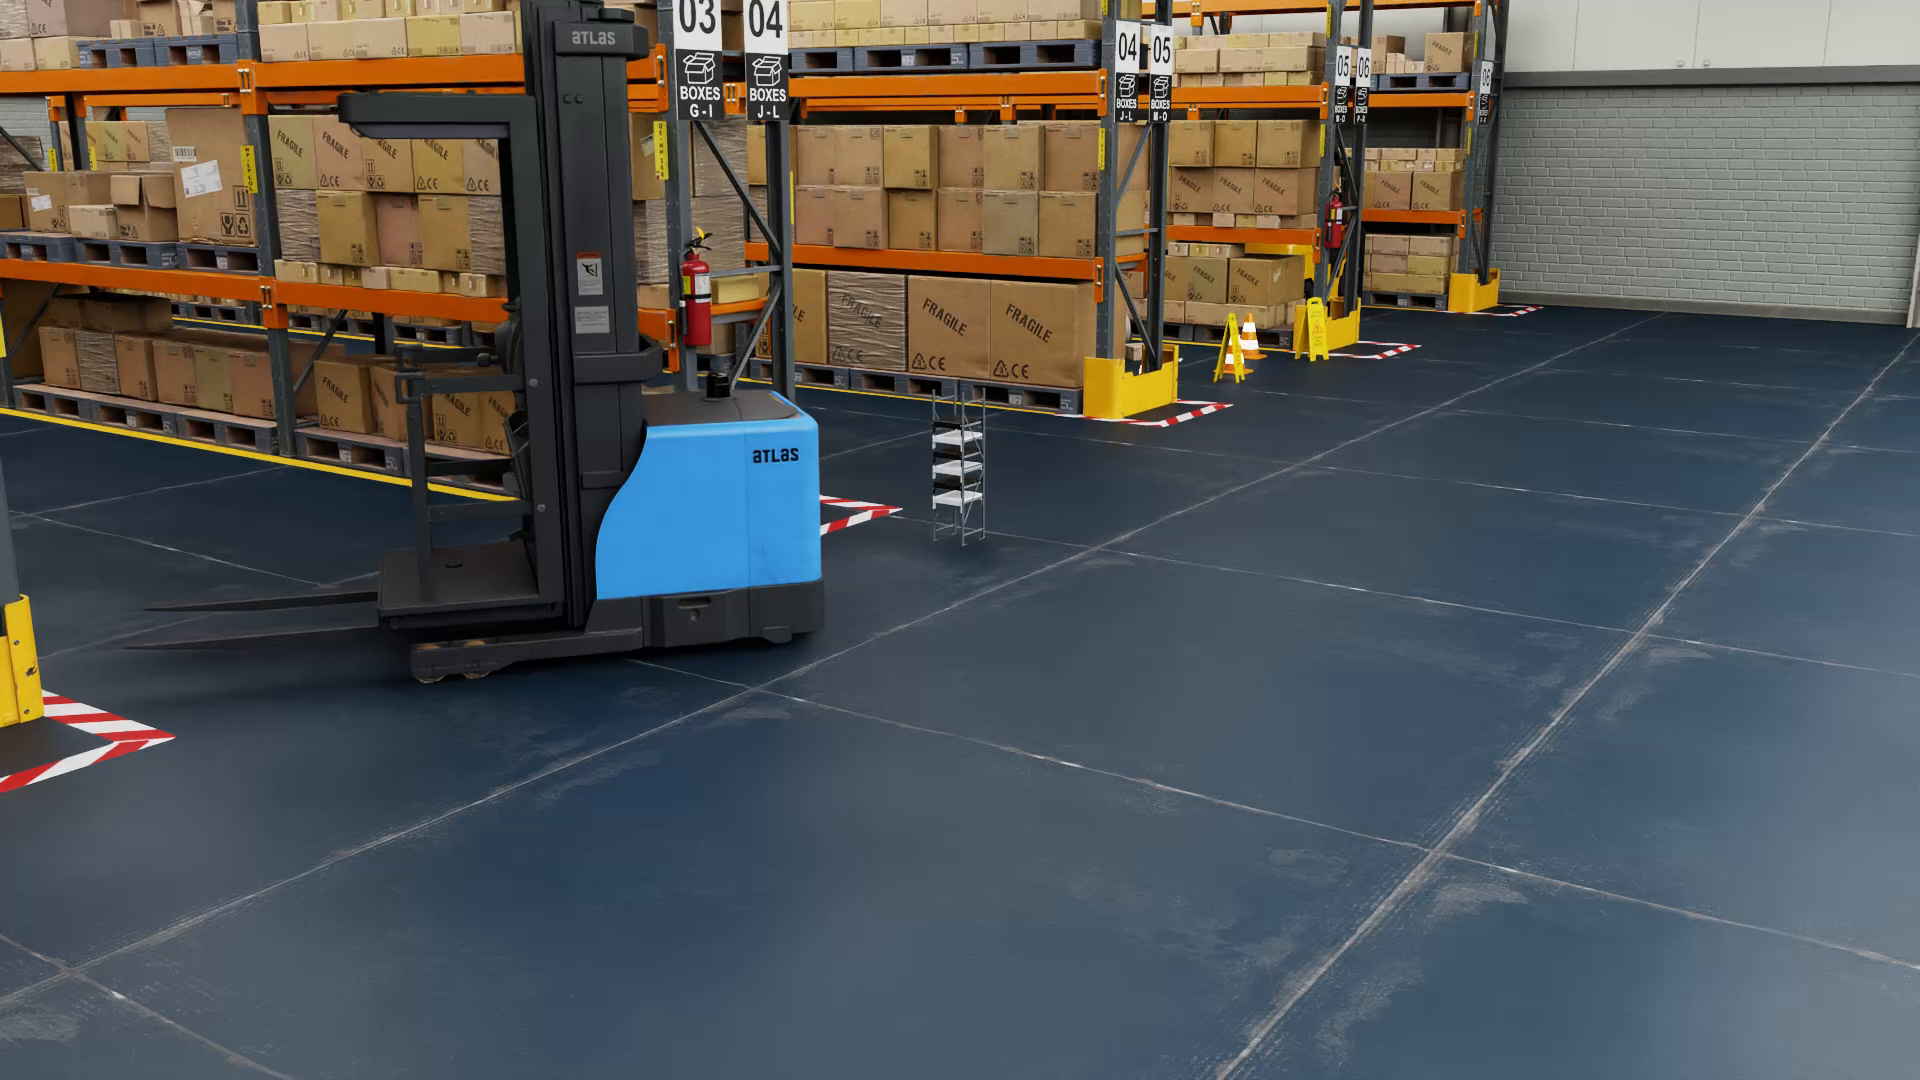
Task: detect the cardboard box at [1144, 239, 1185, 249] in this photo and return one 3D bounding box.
[{"bbox_3d":[3.153,-4.247,24.805,0.625,0.625,0.875,10,17,35],"label":"cardboard box"}]

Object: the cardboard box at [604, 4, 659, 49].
[{"bbox_3d":[-1.929,-3.023,9.862,0.500,0.250,0.500,10,17,34],"label":"cardboard box"}]

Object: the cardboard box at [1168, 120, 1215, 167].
[{"bbox_3d":[2.702,-4.422,18.536,0.500,0.500,0.700,9,16,32],"label":"cardboard box"}]

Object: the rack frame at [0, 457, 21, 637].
[{"bbox_3d":[-4.151,-0.638,6.158,0.127,3.000,1.000,9,17,33],"label":"rack frame"}]

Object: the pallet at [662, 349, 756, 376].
[{"bbox_3d":[-2.536,-1.872,16.947,1.213,0.211,1.003,9,17,33],"label":"pallet"}]

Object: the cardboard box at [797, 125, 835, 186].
[{"bbox_3d":[-1.046,-3.627,15.675,0.550,0.550,0.875,9,17,33],"label":"cardboard box"}]

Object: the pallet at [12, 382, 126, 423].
[{"bbox_3d":[-7.377,-1.240,14.392,1.213,0.211,1.003,9,17,33],"label":"pallet"}]

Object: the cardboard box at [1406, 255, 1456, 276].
[{"bbox_3d":[6.333,-3.706,22.362,0.500,0.250,0.500,9,16,32],"label":"cardboard box"}]

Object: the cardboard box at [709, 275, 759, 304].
[{"bbox_3d":[-1.490,-1.589,10.524,0.250,0.149,0.380,9,17,33],"label":"cardboard box"}]

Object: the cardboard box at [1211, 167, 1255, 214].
[{"bbox_3d":[3.127,-3.880,18.429,0.500,0.500,0.500,9,17,33],"label":"cardboard box"}]

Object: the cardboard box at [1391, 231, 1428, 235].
[{"bbox_3d":[6.201,-4.115,22.970,0.500,0.250,0.500,9,17,33],"label":"cardboard box"}]

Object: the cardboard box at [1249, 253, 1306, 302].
[{"bbox_3d":[3.609,-3.001,18.992,0.500,0.500,0.500,9,16,31],"label":"cardboard box"}]

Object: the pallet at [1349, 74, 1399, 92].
[{"bbox_3d":[5.322,-6.268,22.844,1.213,0.211,1.003,9,17,33],"label":"pallet"}]

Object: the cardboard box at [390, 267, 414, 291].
[{"bbox_3d":[-3.644,-1.789,11.329,0.250,0.149,0.380,9,17,33],"label":"cardboard box"}]

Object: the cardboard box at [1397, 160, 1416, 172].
[{"bbox_3d":[6.057,-5.021,22.306,0.250,0.149,0.380,10,17,34],"label":"cardboard box"}]

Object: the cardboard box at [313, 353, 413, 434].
[{"bbox_3d":[-4.396,-1.091,12.316,0.500,0.500,0.500,9,16,31],"label":"cardboard box"}]

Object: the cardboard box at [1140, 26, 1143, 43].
[{"bbox_3d":[1.360,-4.297,14.139,0.250,0.149,0.380,9,17,33],"label":"cardboard box"}]

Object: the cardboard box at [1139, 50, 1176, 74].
[{"bbox_3d":[2.299,-5.348,18.634,0.500,0.250,0.500,9,17,33],"label":"cardboard box"}]

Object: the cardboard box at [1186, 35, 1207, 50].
[{"bbox_3d":[2.701,-5.501,18.423,0.250,0.149,0.380,9,16,31],"label":"cardboard box"}]

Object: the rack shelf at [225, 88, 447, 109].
[{"bbox_3d":[-6.833,-5.049,19.231,4.000,0.370,1.077,9,17,33],"label":"rack shelf"}]

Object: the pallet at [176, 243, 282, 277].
[{"bbox_3d":[-5.259,-2.200,12.869,1.213,0.211,1.003,9,17,33],"label":"pallet"}]

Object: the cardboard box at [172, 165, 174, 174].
[{"bbox_3d":[-9.481,-4.482,20.858,0.500,0.500,0.500,9,16,31],"label":"cardboard box"}]

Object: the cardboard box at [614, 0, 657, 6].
[{"bbox_3d":[-1.791,-3.177,9.656,0.250,0.149,0.380,9,17,33],"label":"cardboard box"}]

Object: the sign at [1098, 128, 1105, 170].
[{"bbox_3d":[1.151,-3.172,13.491,0.005,0.325,0.100,9,17,33],"label":"sign"}]

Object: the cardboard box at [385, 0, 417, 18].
[{"bbox_3d":[-3.505,-3.466,10.824,0.250,0.149,0.380,9,16,32],"label":"cardboard box"}]

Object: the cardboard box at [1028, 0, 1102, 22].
[{"bbox_3d":[0.903,-4.391,13.687,0.500,0.250,0.500,9,17,34],"label":"cardboard box"}]

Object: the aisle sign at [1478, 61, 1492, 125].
[{"bbox_3d":[6.802,-5.786,21.545,0.004,0.787,0.394,9,17,33],"label":"aisle sign"}]

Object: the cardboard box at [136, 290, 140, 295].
[{"bbox_3d":[-10.667,-3.311,22.013,0.250,0.149,0.380,9,17,33],"label":"cardboard box"}]

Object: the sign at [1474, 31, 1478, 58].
[{"bbox_3d":[6.597,-6.333,21.243,0.005,0.325,0.100,9,17,33],"label":"sign"}]

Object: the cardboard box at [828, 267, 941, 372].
[{"bbox_3d":[-0.621,-2.091,15.577,0.875,0.875,0.875,9,17,33],"label":"cardboard box"}]

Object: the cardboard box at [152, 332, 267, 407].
[{"bbox_3d":[-6.053,-1.391,13.488,0.500,0.500,0.700,8,16,28],"label":"cardboard box"}]

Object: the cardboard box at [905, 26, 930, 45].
[{"bbox_3d":[-0.265,-4.369,14.429,0.250,0.149,0.380,9,17,33],"label":"cardboard box"}]

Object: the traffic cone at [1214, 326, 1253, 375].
[{"bbox_3d":[2.730,-1.904,16.550,0.334,0.463,0.336,9,17,33],"label":"traffic cone"}]

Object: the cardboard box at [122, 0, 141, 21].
[{"bbox_3d":[-6.656,-4.296,13.442,0.500,0.500,0.500,10,17,34],"label":"cardboard box"}]

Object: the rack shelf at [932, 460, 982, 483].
[{"bbox_3d":[-0.007,-0.406,9.727,0.200,0.077,0.258,9,17,33],"label":"rack shelf"}]

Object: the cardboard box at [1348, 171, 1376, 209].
[{"bbox_3d":[5.505,-4.794,22.739,0.500,0.500,0.500,9,16,32],"label":"cardboard box"}]

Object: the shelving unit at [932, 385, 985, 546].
[{"bbox_3d":[-0.007,-0.438,9.719,0.210,0.900,0.258,9,17,33],"label":"shelving unit"}]

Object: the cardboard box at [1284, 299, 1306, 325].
[{"bbox_3d":[3.629,-2.634,19.069,0.500,0.250,0.500,9,17,32],"label":"cardboard box"}]

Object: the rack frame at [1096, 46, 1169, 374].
[{"bbox_3d":[1.465,-2.601,14.088,0.127,3.000,1.000,9,17,33],"label":"rack frame"}]

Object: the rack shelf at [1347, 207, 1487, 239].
[{"bbox_3d":[5.252,-4.511,23.300,4.000,0.370,1.077,9,17,33],"label":"rack shelf"}]

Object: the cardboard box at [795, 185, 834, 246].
[{"bbox_3d":[-1.072,-3.094,15.767,0.550,0.550,0.875,9,17,33],"label":"cardboard box"}]

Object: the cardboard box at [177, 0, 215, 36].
[{"bbox_3d":[-5.542,-3.863,12.349,0.258,0.266,0.396,10,17,35],"label":"cardboard box"}]

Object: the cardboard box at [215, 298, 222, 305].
[{"bbox_3d":[-9.177,-3.066,21.027,0.250,0.149,0.380,10,17,34],"label":"cardboard box"}]

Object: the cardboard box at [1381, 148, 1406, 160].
[{"bbox_3d":[5.877,-5.210,22.452,0.250,0.149,0.380,9,17,33],"label":"cardboard box"}]

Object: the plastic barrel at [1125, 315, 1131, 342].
[{"bbox_3d":[1.585,-2.326,18.339,0.512,0.421,0.421,-4,14,-16],"label":"plastic barrel"}]

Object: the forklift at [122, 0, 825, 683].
[{"bbox_3d":[-2.214,-0.938,7.511,3.031,2.935,1.130,-4,15,-17],"label":"forklift"}]

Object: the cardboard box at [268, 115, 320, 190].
[{"bbox_3d":[-4.474,-2.729,11.698,0.500,0.500,0.500,9,17,33],"label":"cardboard box"}]

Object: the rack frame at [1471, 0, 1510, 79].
[{"bbox_3d":[6.911,-7.504,21.409,0.127,3.000,1.000,9,17,33],"label":"rack frame"}]

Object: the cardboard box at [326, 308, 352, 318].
[{"bbox_3d":[-7.145,-2.911,19.667,0.500,0.500,0.500,10,17,34],"label":"cardboard box"}]

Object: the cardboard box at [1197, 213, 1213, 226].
[{"bbox_3d":[2.877,-3.628,18.761,0.250,0.149,0.380,9,17,34],"label":"cardboard box"}]

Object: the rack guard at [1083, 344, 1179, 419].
[{"bbox_3d":[1.485,-1.384,14.375,0.348,0.500,1.175,9,17,33],"label":"rack guard"}]

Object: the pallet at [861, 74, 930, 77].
[{"bbox_3d":[-0.490,-5.745,20.938,1.003,0.211,1.213,9,17,33],"label":"pallet"}]

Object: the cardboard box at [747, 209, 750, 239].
[{"bbox_3d":[-2.140,-3.310,16.745,0.500,0.500,0.500,9,17,33],"label":"cardboard box"}]

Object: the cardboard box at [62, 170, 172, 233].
[{"bbox_3d":[-7.036,-2.831,13.937,0.500,0.500,0.700,12,19,41],"label":"cardboard box"}]

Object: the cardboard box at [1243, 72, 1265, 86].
[{"bbox_3d":[3.265,-4.997,18.047,0.250,0.149,0.380,10,17,34],"label":"cardboard box"}]
